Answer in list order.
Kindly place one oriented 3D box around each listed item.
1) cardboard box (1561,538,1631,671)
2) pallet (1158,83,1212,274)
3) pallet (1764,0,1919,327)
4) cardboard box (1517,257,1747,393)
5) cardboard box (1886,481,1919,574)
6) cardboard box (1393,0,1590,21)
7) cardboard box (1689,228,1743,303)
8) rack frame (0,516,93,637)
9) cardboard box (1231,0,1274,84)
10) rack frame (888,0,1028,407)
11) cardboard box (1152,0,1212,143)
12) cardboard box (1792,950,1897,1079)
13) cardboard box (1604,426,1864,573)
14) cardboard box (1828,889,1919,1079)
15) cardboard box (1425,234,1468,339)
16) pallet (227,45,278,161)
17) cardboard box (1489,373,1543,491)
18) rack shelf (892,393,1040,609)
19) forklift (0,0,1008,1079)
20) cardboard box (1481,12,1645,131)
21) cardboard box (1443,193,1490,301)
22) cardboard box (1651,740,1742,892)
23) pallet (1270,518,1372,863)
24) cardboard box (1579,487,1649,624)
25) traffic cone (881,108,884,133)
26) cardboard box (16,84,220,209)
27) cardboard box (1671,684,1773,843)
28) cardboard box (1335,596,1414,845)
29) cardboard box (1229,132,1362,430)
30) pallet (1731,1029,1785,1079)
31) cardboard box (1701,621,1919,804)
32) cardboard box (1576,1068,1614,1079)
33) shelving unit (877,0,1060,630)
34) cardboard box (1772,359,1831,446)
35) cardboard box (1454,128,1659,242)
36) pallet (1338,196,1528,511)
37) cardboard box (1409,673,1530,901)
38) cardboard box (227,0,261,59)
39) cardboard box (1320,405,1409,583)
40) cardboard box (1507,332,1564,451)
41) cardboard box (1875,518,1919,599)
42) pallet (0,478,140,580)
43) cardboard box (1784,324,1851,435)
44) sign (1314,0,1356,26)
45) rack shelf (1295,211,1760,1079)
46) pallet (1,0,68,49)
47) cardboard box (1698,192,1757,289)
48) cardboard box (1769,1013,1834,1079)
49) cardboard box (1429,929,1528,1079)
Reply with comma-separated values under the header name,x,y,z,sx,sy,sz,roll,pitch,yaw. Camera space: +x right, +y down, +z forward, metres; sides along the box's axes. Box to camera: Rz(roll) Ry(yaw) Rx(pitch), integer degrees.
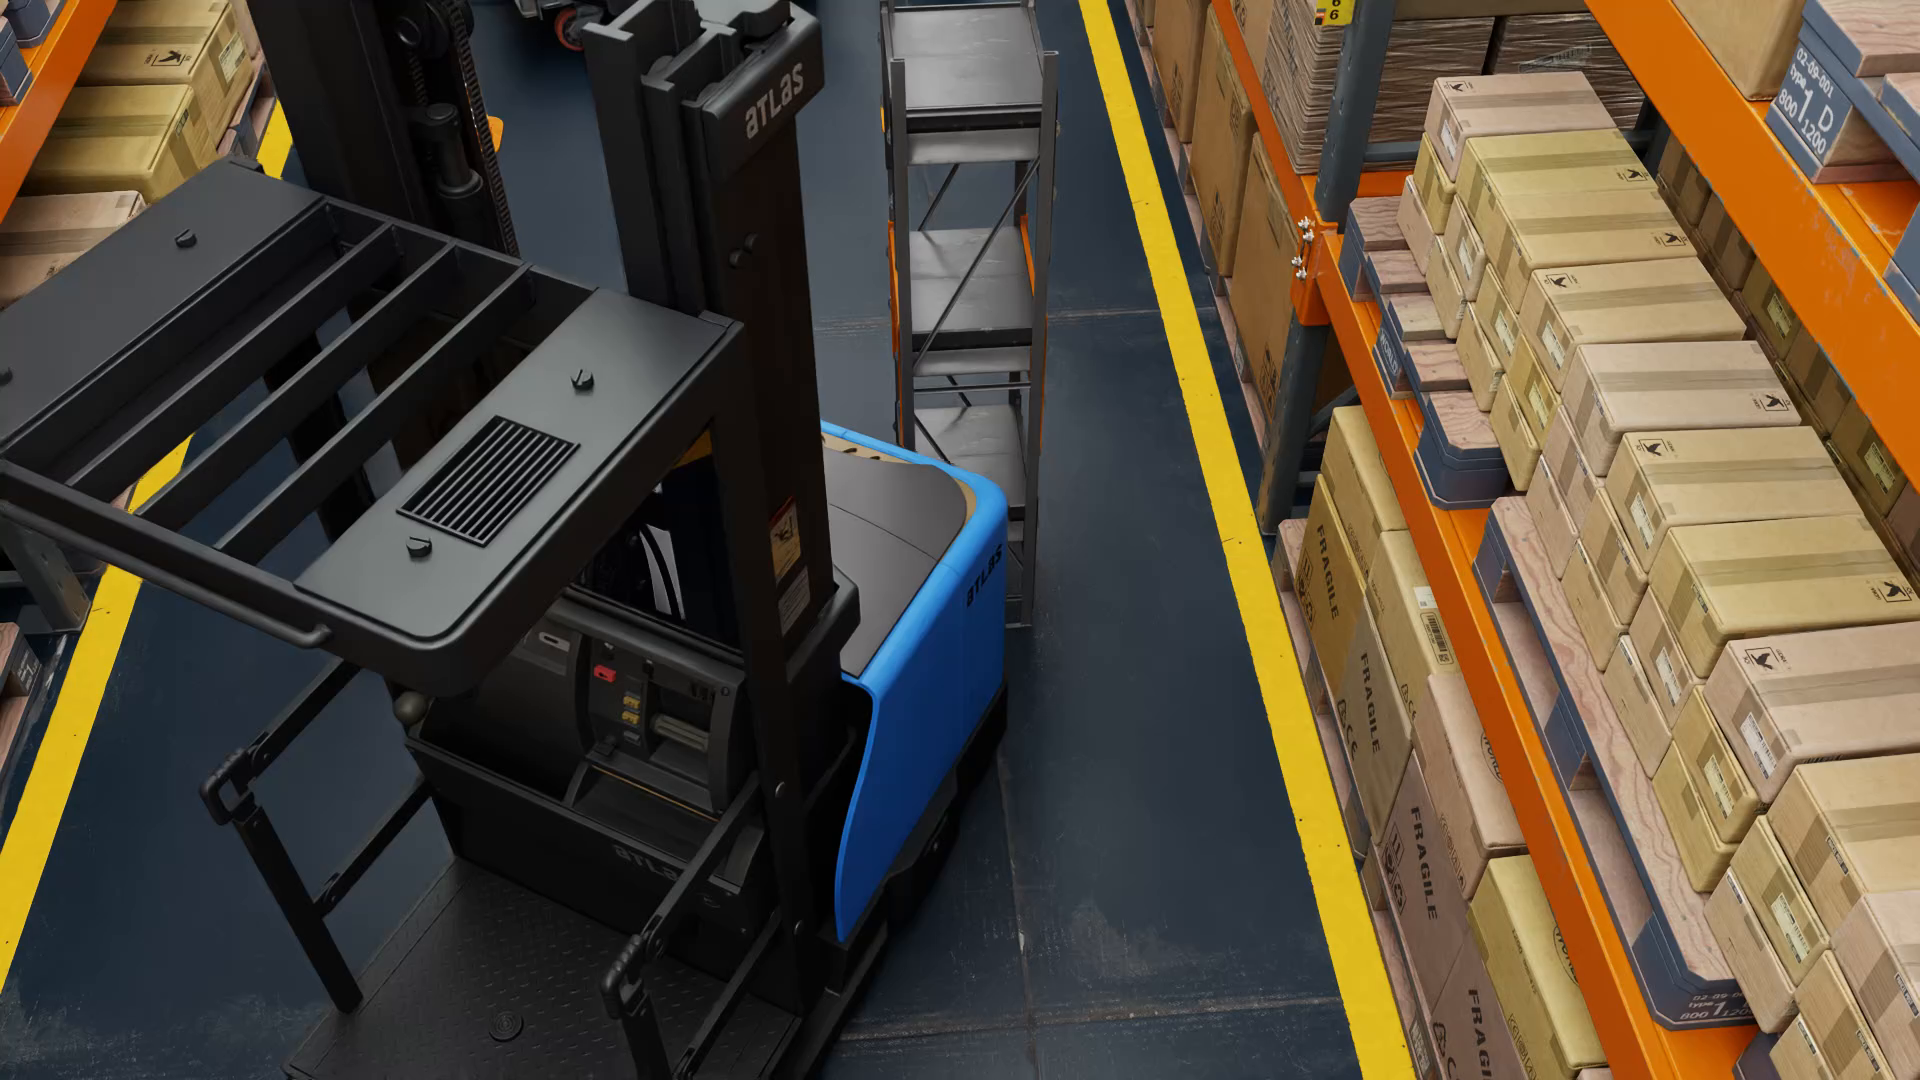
name,x,y,z,sx,sy,sz,roll,pitch,yaw
cardboard box,1.488,0.122,3.452,0.380,0.149,0.250,-3,47,-3
pallet,1.449,-1.612,7.131,1.003,0.211,1.213,-3,47,-3
pallet,1.838,-0.391,2.118,1.213,0.211,1.003,-3,47,-3
cardboard box,1.448,-0.468,3.601,0.380,0.149,0.250,-5,47,-5
cardboard box,2.144,-0.012,3.375,0.380,0.149,0.250,-2,47,-2
cardboard box,1.511,-1.818,4.649,0.700,0.500,0.500,-4,47,-4
cardboard box,2.057,-0.664,4.197,0.380,0.149,0.250,-4,47,-3
rack frame,-3.385,-0.741,4.386,1.000,3.000,0.127,-3,47,-3
cardboard box,1.193,-1.820,5.339,0.500,0.500,0.500,-3,47,-3
rack frame,-0.007,-0.779,5.041,0.400,2.100,0.015,-3,47,-3
cardboard box,1.423,-2.238,7.064,1.050,0.750,0.750,-3,47,-3
cardboard box,1.575,0.775,2.629,0.380,0.149,0.250,-5,47,-5
cardboard box,1.496,-0.080,3.234,0.380,0.149,0.250,-2,47,-2
cardboard box,1.581,0.667,2.527,0.380,0.149,0.250,-4,47,-3
cardboard box,1.398,-0.643,4.177,0.380,0.149,0.250,-1,47,-1
pallet,-3.653,-2.113,7.606,1.003,0.211,1.213,-3,47,-3
cardboard box,1.445,-0.252,3.807,0.380,0.149,0.250,-2,47,-1
rack shelf,0.014,-0.112,5.392,0.431,0.518,0.480,-3,47,-3
forklift,-0.963,0.385,3.366,1.130,2.935,3.031,20,50,18
cardboard box,1.770,-1.490,5.027,0.500,0.500,0.500,-3,47,-3
cardboard box,1.404,-0.717,4.042,0.380,0.149,0.250,-1,47,-1
cardboard box,1.531,0.504,3.091,0.380,0.149,0.250,-2,47,-2
pallet,1.603,0.409,5.217,1.003,0.211,1.213,-3,47,-3
cardboard box,1.489,0.018,3.346,0.380,0.149,0.250,-4,47,-4
traffic cone,-0.188,-2.074,7.396,0.336,0.463,0.334,-3,47,-3
cardboard box,-3.550,-1.473,6.600,0.950,0.372,0.625,-2,47,-2
cardboard box,1.530,0.389,2.994,0.380,0.149,0.250,-3,47,-3
cardboard box,1.390,0.491,4.651,0.500,0.500,0.500,-3,47,-3
cardboard box,1.578,-0.932,5.827,1.050,0.750,0.750,-4,47,-4
pallet,1.955,1.283,2.601,1.003,0.211,1.213,-3,47,-3
cardboard box,1.537,0.295,2.879,0.380,0.149,0.250,-5,47,-5
cardboard box,1.530,1.340,3.331,0.500,0.250,0.500,-1,47,-1
shelving unit,0.014,-0.602,4.874,0.431,2.100,0.503,-3,47,-3
cardboard box,2.097,-0.297,3.850,0.380,0.149,0.250,-4,47,-4
cardboard box,1.410,-0.837,3.951,0.380,0.149,0.250,-5,47,-4
pallet,1.705,-0.540,4.327,1.213,0.211,1.003,-3,47,-3
cardboard box,1.427,0.582,4.049,0.500,0.250,0.500,-3,47,-3
cardboard box,-3.674,-2.496,7.569,0.950,0.372,0.625,-3,47,-3
cardboard box,1.356,-0.144,4.736,0.500,0.250,0.500,-5,47,-5
cardboard box,1.451,-0.342,3.687,0.380,0.149,0.250,-3,47,-3
cardboard box,2.141,0.084,3.488,0.380,0.149,0.250,-2,47,-2
pallet,-3.449,-0.347,5.934,1.003,0.211,1.213,-3,47,-3
cardboard box,2.103,-0.381,3.724,0.380,0.149,0.250,-3,47,-3
sign,0.986,-1.477,4.285,0.100,0.325,0.005,-3,47,-3
rack shelf,1.706,0.580,3.631,1.077,0.370,4.000,-3,47,-3
pallet,-3.592,-2.105,5.809,1.003,0.211,1.213,-3,47,-3
cardboard box,2.058,-0.752,4.076,0.380,0.149,0.250,-2,47,-2
cardboard box,1.581,0.896,2.719,0.380,0.149,0.250,-6,47,-5
cardboard box,1.480,1.232,3.950,0.500,0.500,0.500,-4,47,-4
